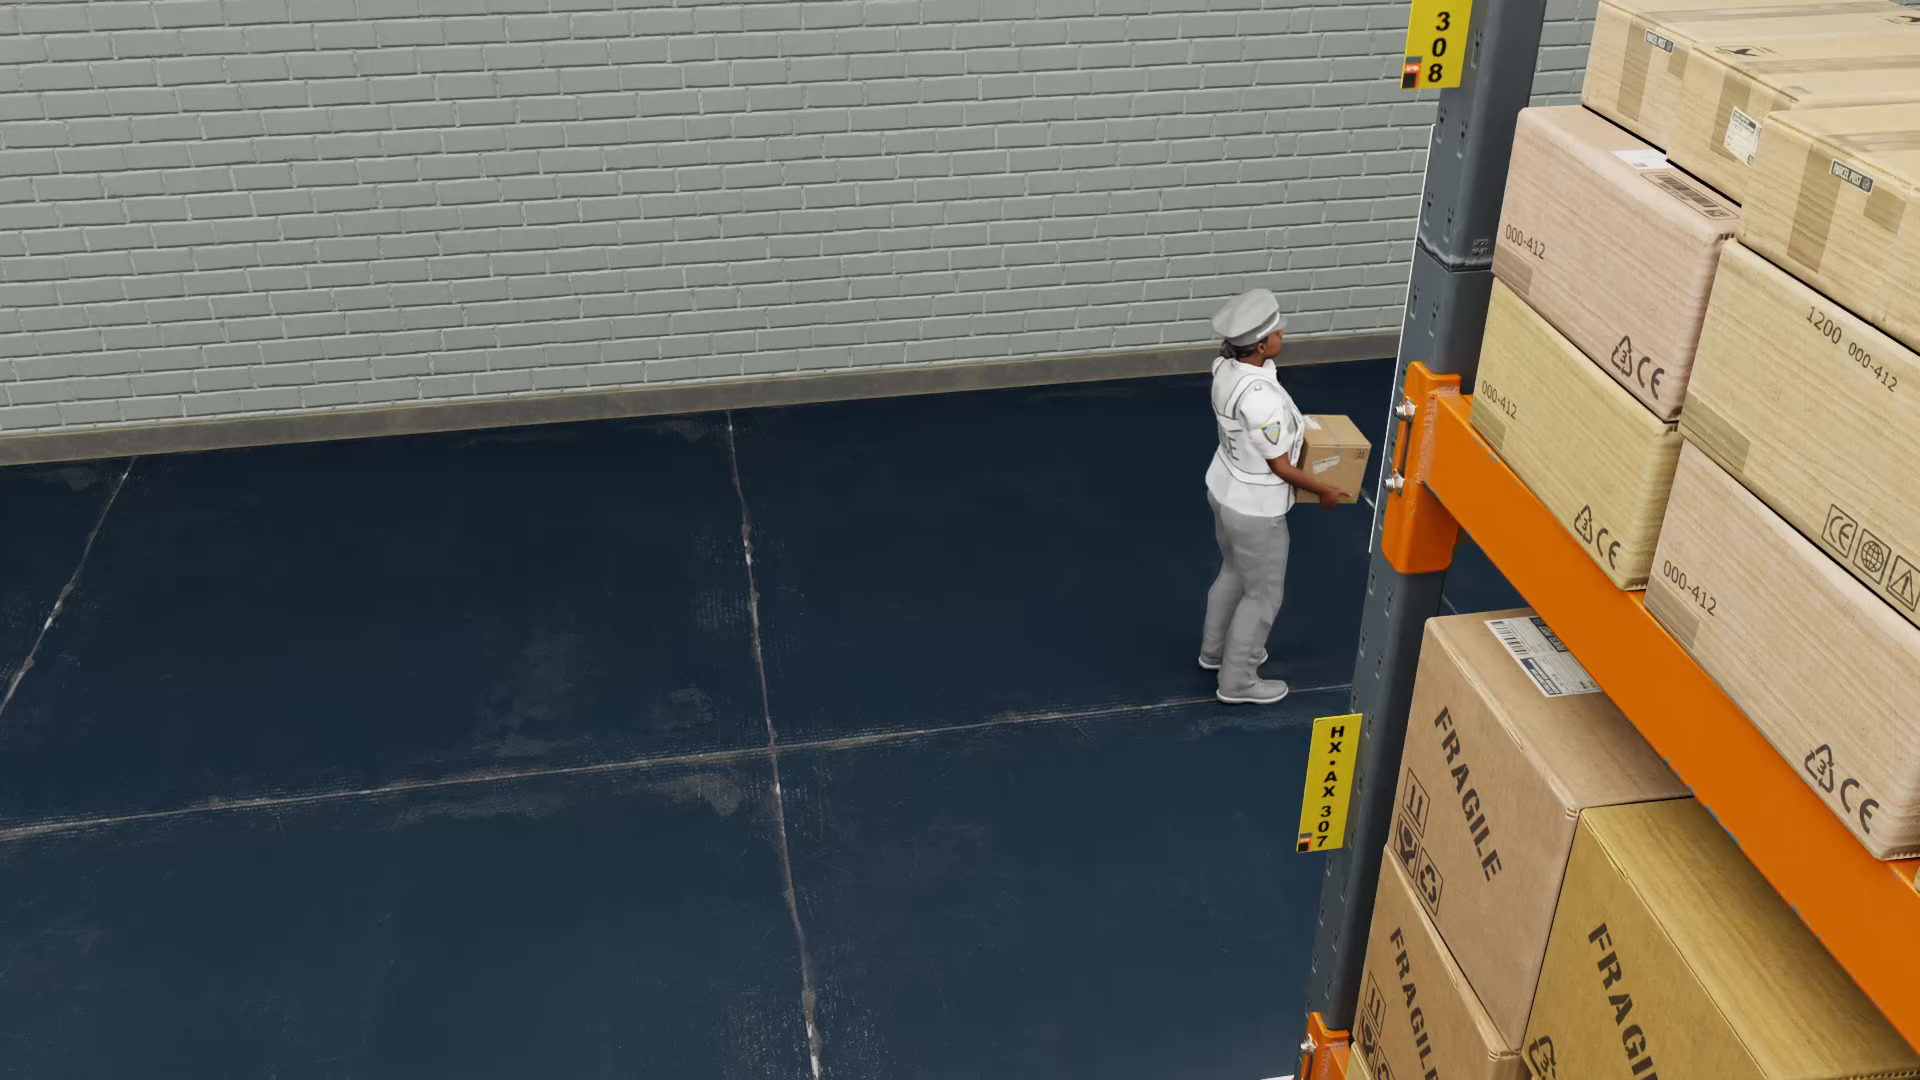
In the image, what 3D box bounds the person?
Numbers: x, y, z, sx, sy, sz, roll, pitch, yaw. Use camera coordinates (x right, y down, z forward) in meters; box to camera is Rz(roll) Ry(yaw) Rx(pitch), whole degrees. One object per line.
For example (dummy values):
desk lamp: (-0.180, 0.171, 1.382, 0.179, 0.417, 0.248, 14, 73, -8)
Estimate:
person: (1.186, -0.161, 6.374, 0.540, 1.688, 0.449, -5, 31, -9)
